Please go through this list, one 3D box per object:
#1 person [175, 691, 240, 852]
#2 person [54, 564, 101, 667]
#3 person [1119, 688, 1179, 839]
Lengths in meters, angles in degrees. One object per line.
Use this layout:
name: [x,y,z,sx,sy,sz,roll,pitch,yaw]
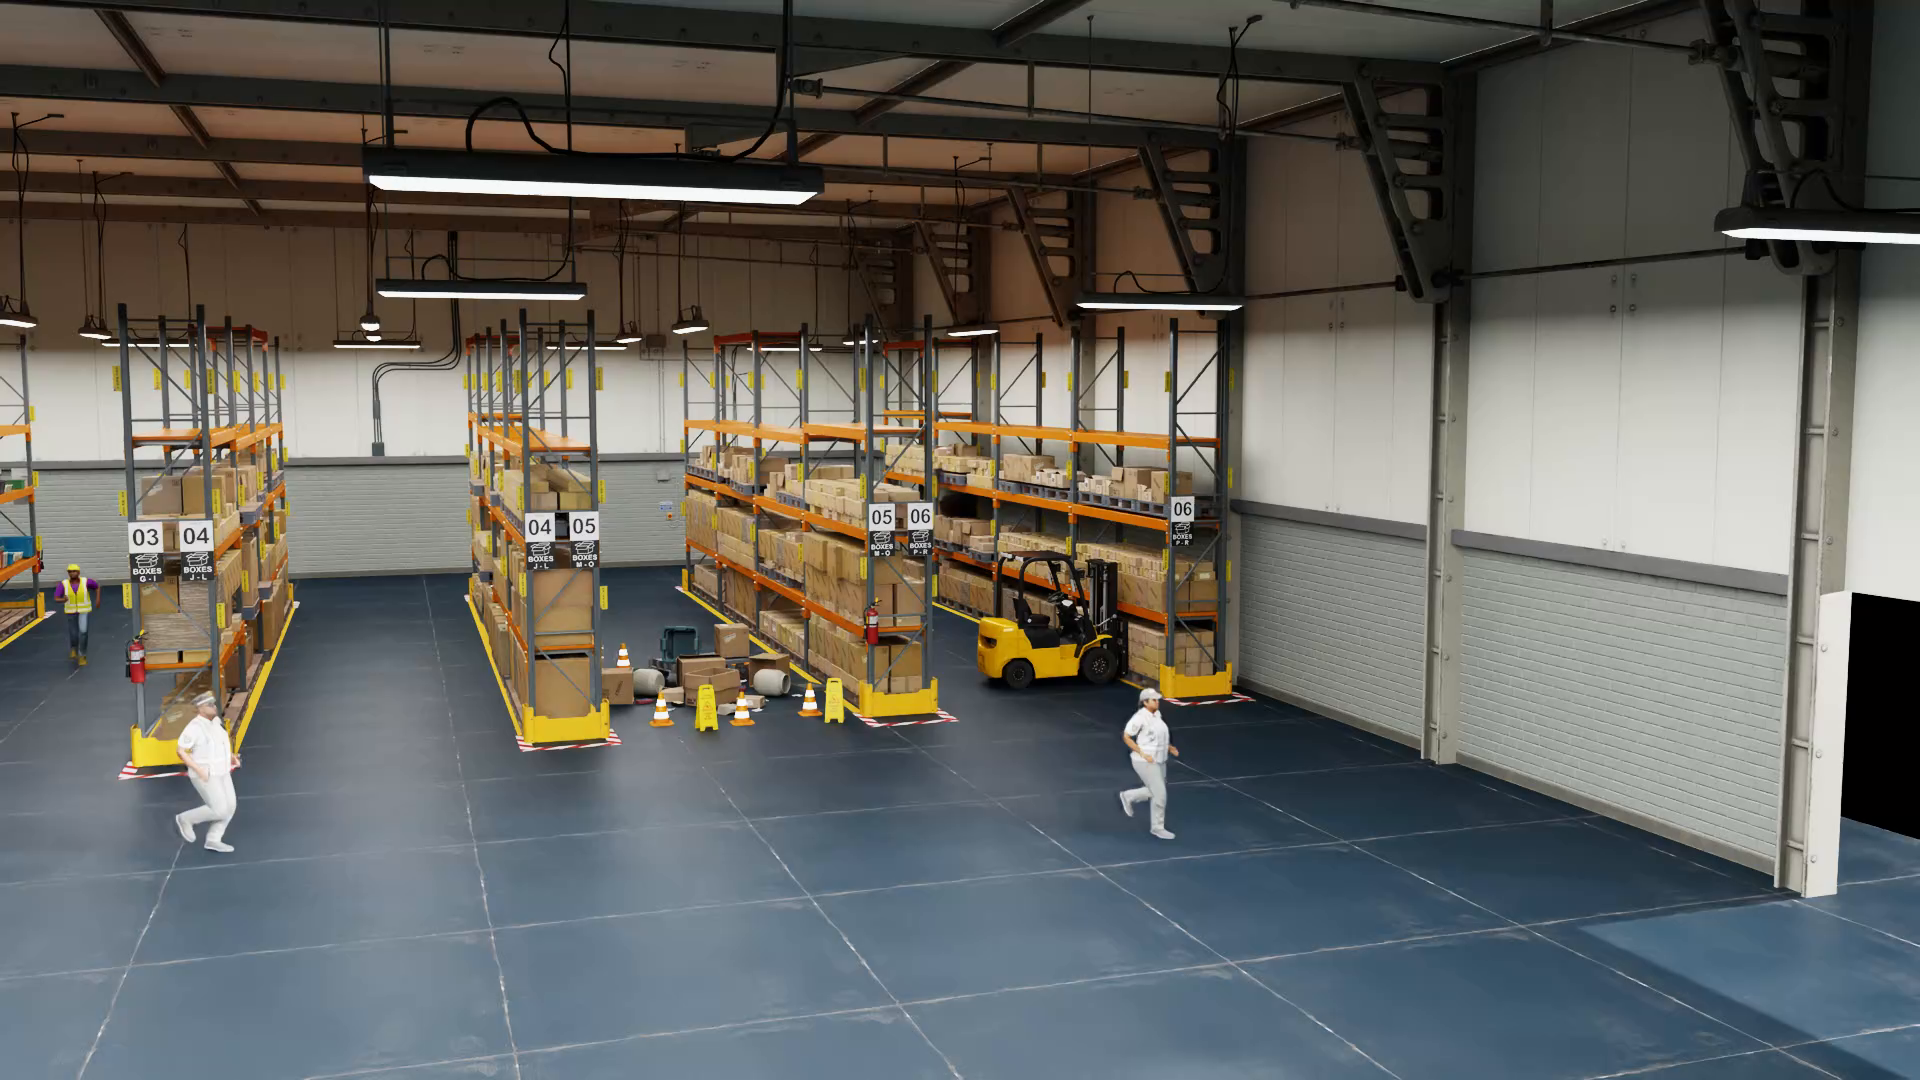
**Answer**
person: [-8.030,2.469,17.747,0.603,1.741,0.665,1,5,8]
person: [-15.712,1.316,29.633,0.710,1.811,0.913,-2,6,-21]
person: [2.069,2.458,18.445,0.724,1.651,0.607,4,7,34]
